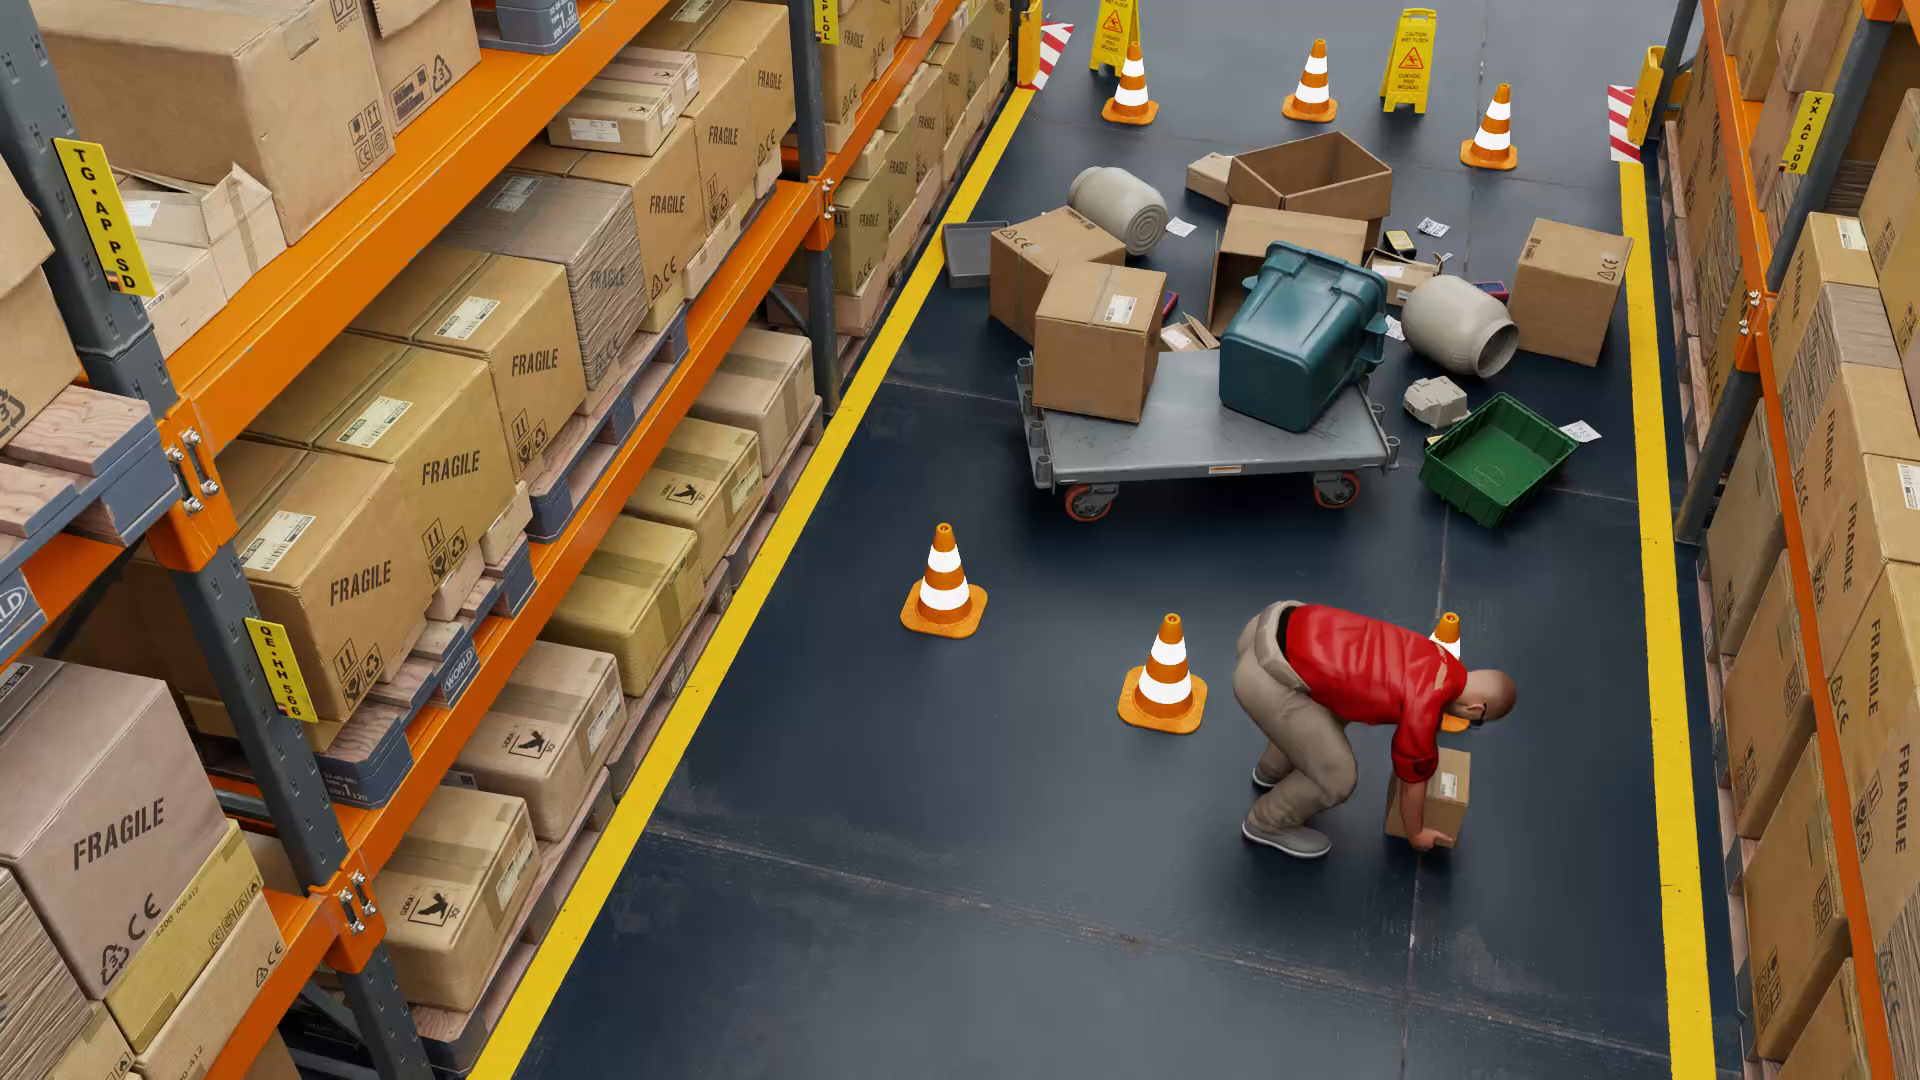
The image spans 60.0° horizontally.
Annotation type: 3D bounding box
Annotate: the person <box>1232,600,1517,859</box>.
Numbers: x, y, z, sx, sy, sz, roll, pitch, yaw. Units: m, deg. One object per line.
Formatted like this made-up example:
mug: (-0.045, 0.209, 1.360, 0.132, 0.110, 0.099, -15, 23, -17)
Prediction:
person: (1.433, 0.687, 5.942, 0.959, 0.989, 0.528, 8, 41, 9)
